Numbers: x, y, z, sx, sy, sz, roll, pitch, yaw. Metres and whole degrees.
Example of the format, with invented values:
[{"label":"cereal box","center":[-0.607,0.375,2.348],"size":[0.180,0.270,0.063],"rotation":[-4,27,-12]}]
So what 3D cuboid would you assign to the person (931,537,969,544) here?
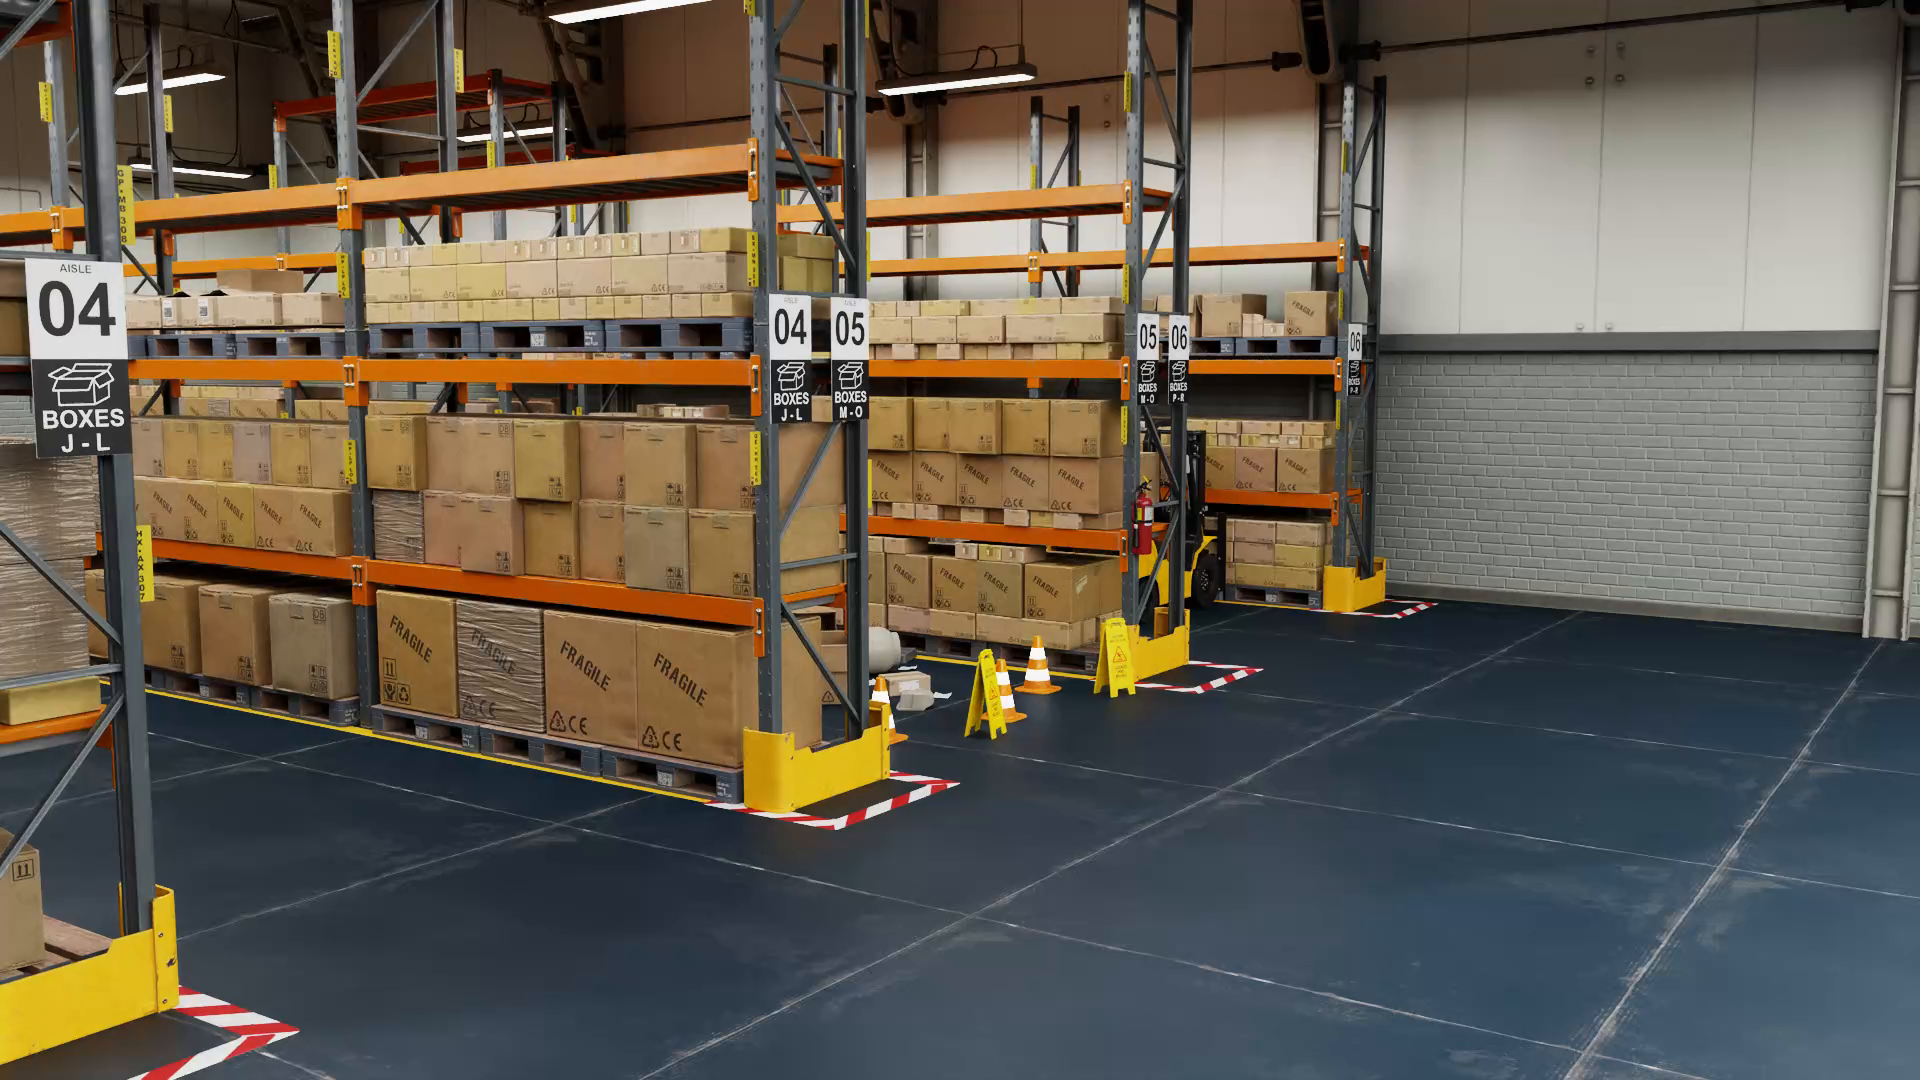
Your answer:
[{"label":"person","center":[-0.026,-0.048,18.480],"size":[0.698,1.702,0.578],"rotation":[4,7,34]}]
